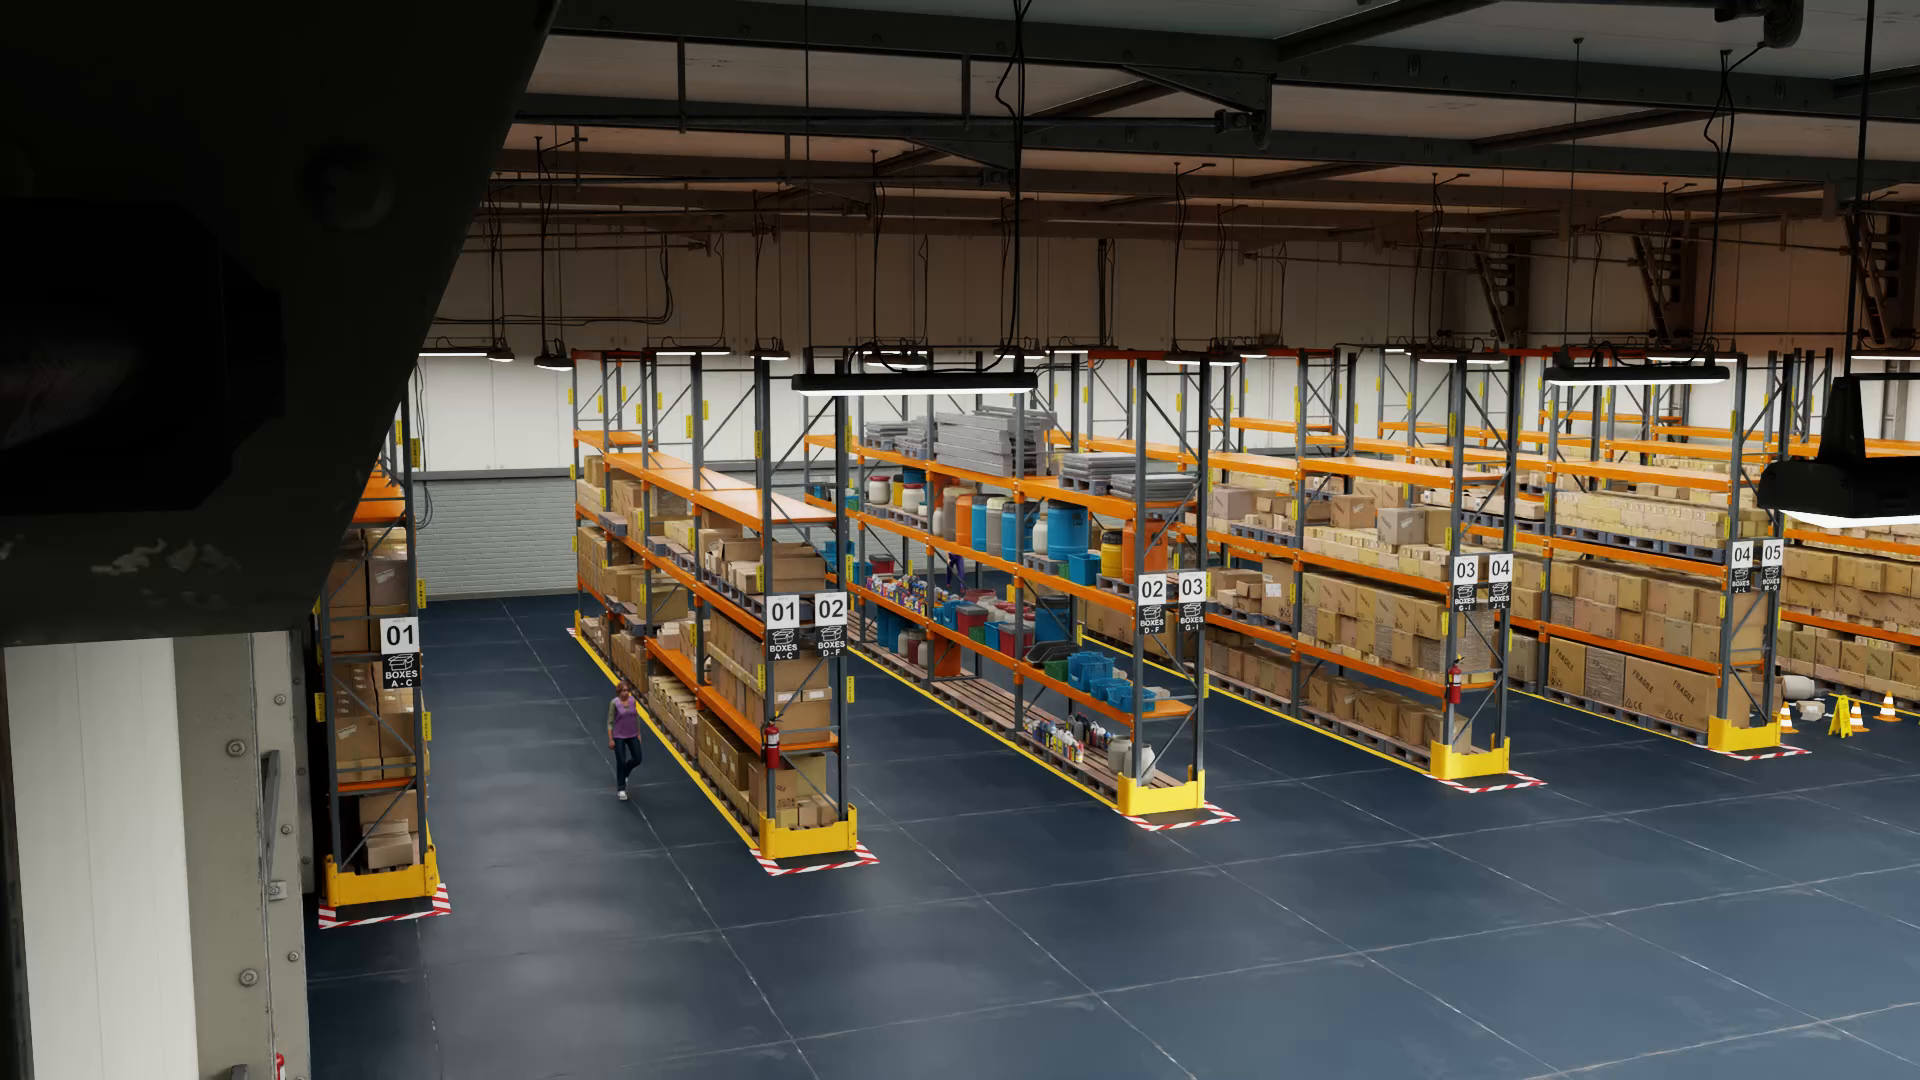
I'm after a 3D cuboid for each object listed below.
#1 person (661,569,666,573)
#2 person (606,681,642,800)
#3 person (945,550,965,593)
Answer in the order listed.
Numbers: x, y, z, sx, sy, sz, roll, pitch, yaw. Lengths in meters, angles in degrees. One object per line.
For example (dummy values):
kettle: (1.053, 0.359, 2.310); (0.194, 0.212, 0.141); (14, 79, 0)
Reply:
person: (-6.278, 1.044, 36.052); (0.787, 1.633, 0.534); (2, 8, 19)
person: (-4.605, 2.713, 22.774); (0.485, 1.604, 0.540); (-5, 9, -34)
person: (-0.107, 0.462, 40.751); (0.523, 1.583, 1.061); (-1, 7, -11)
